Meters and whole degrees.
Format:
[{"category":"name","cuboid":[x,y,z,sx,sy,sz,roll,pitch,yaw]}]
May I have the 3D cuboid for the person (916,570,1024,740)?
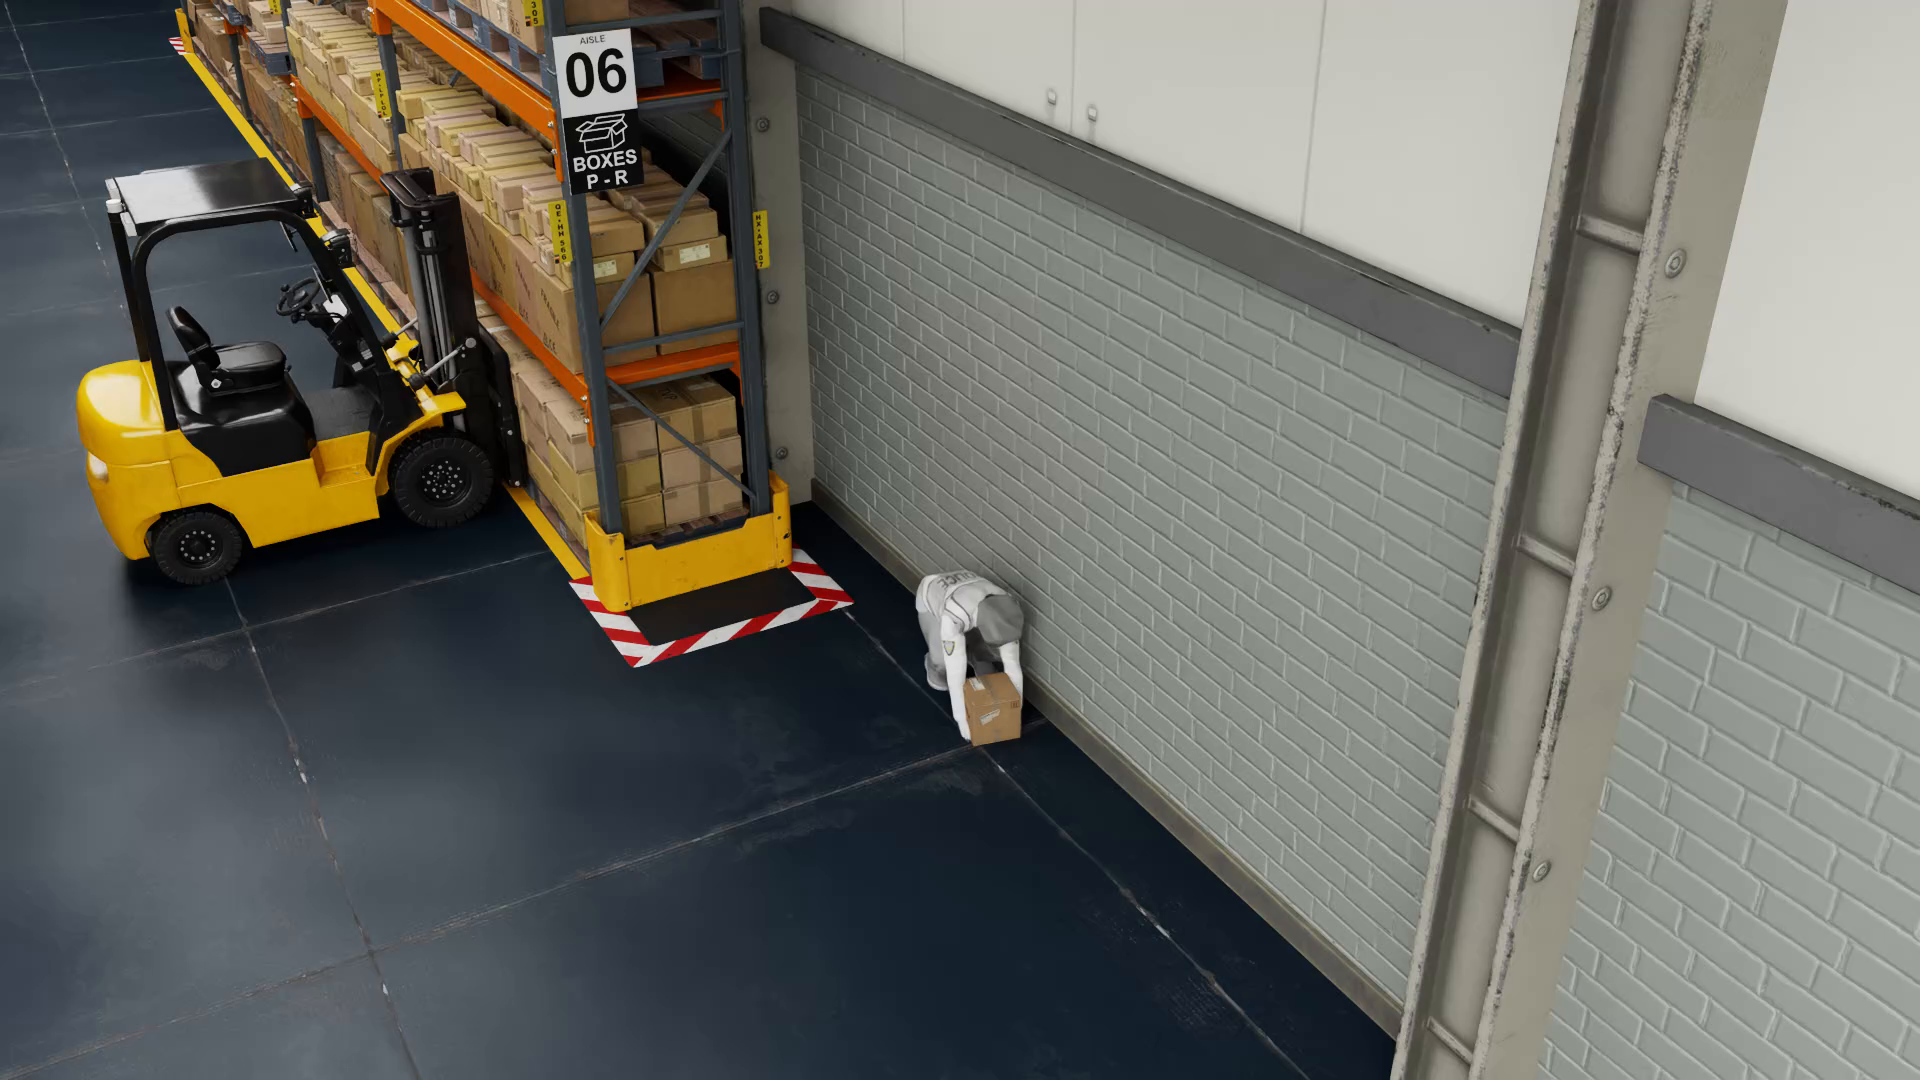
[{"category":"person","cuboid":[0.058,0.507,8.653,0.473,0.832,0.893,-9,30,-16]}]
